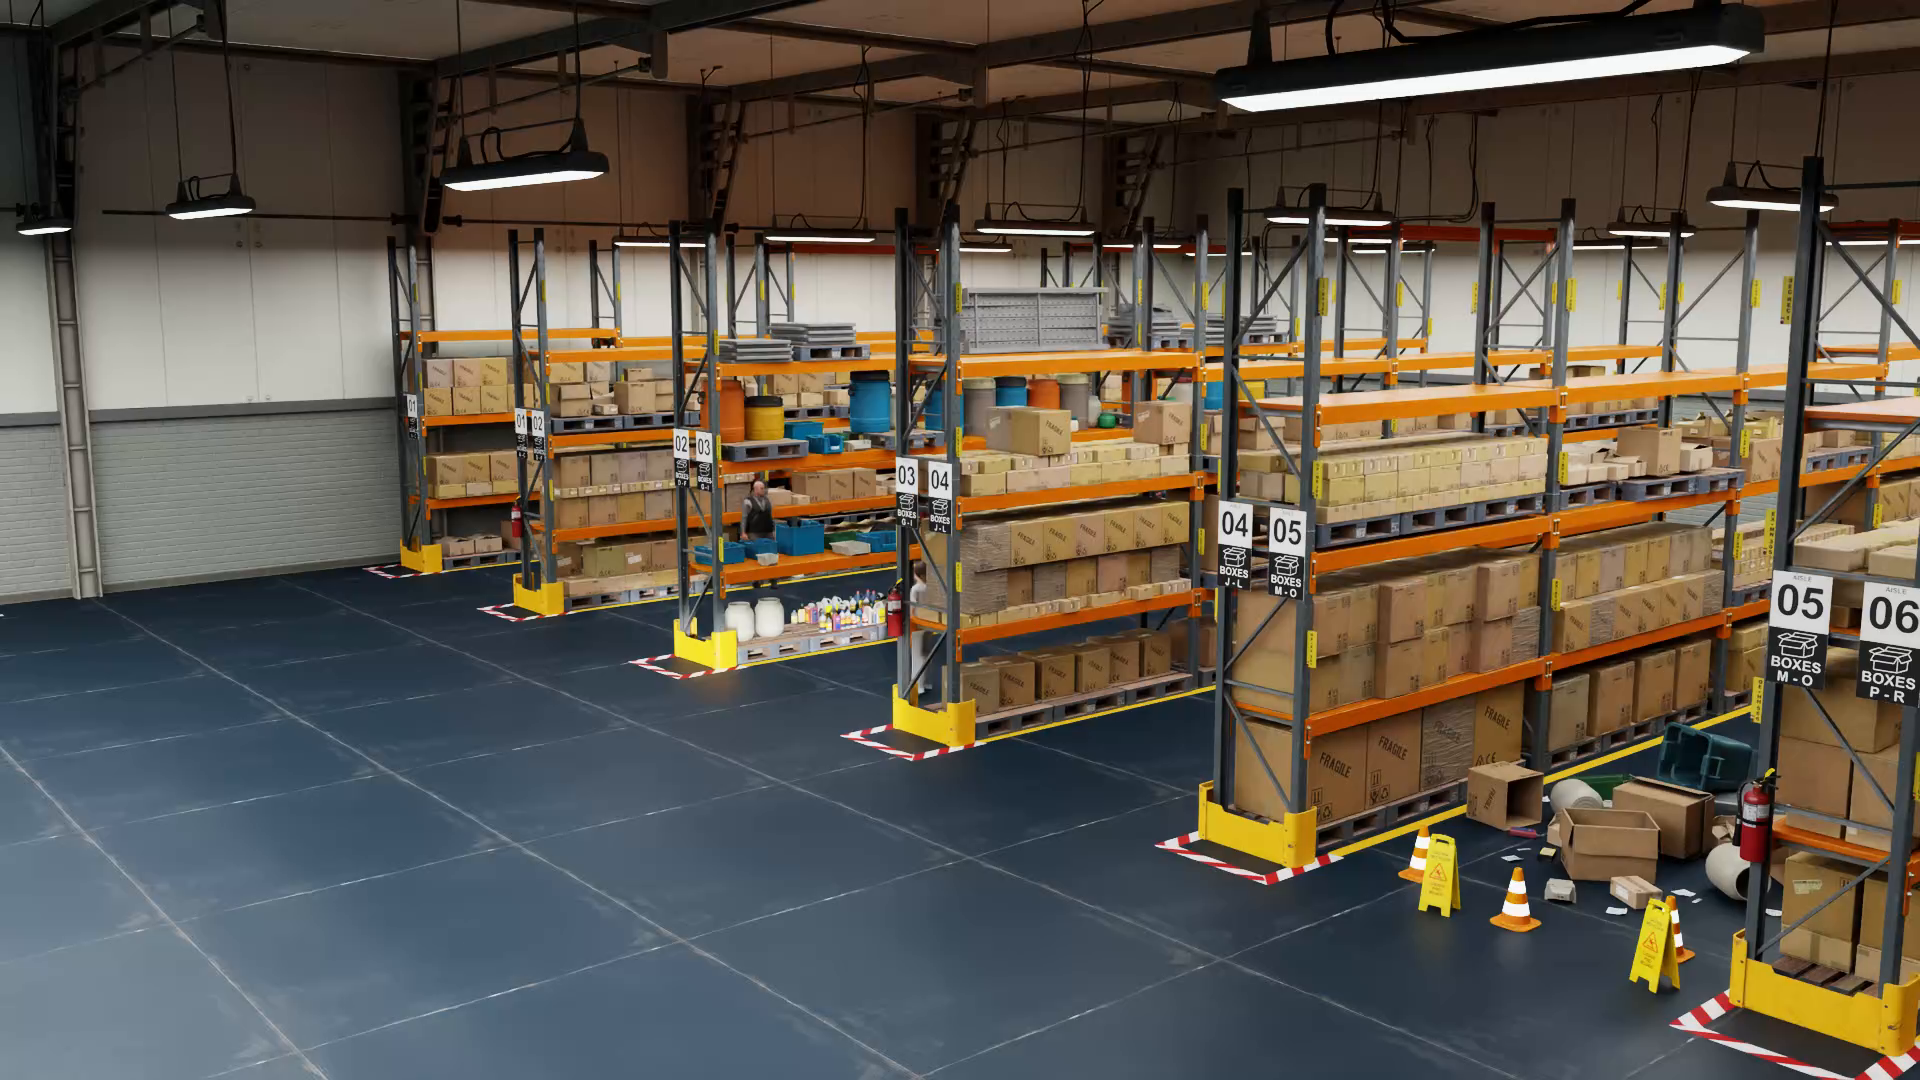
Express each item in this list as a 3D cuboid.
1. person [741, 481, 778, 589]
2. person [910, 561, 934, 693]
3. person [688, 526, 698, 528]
[{"bbox_3d":[-3.227,-0.074,26.817,0.620,1.766,0.400,-3,9,-20],"label":"person"},{"bbox_3d":[-0.512,1.094,21.133,0.398,1.675,0.489,7,11,38],"label":"person"},{"bbox_3d":[-4.695,-0.297,30.278,0.507,1.685,0.378,0,9,-2],"label":"person"}]
